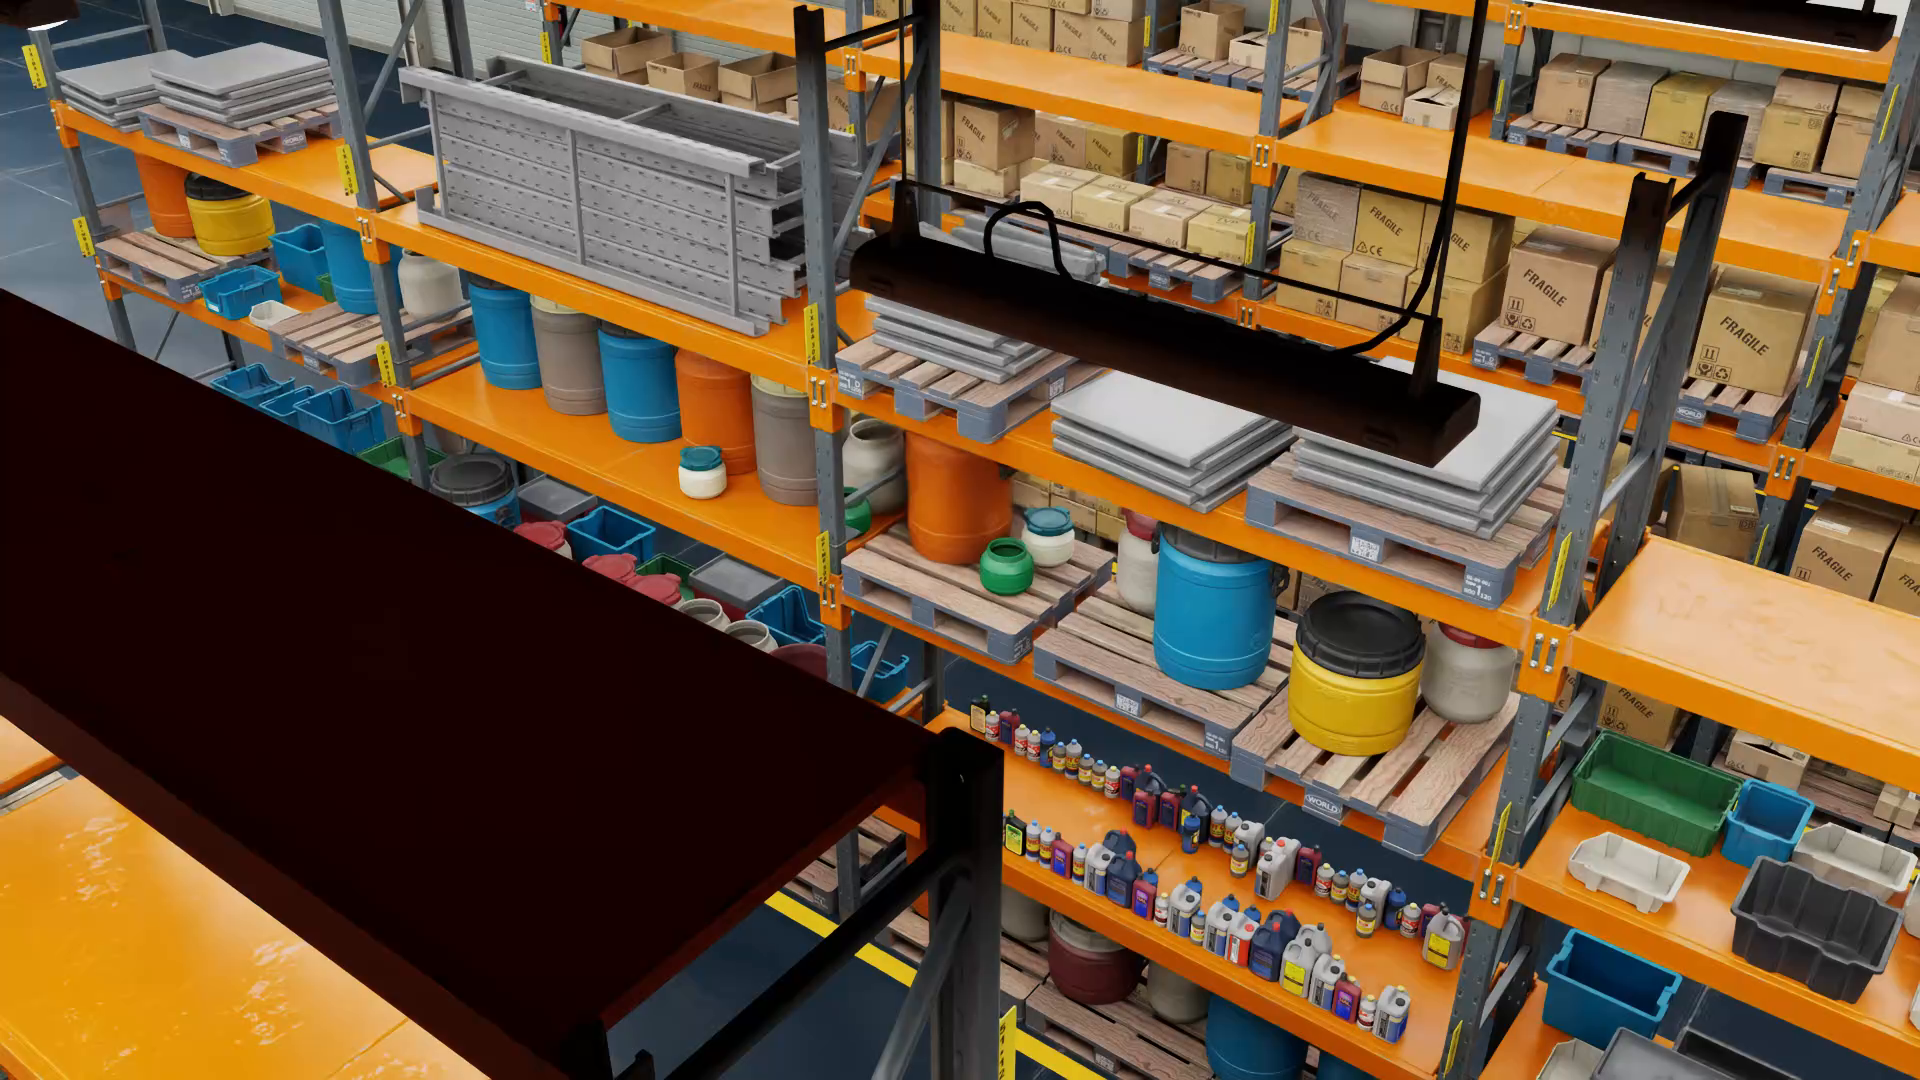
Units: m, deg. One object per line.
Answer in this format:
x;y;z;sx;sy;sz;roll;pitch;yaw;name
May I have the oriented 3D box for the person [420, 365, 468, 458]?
-4.818;-1.171;15.546;0.685;1.741;0.649;10;33;16;person
